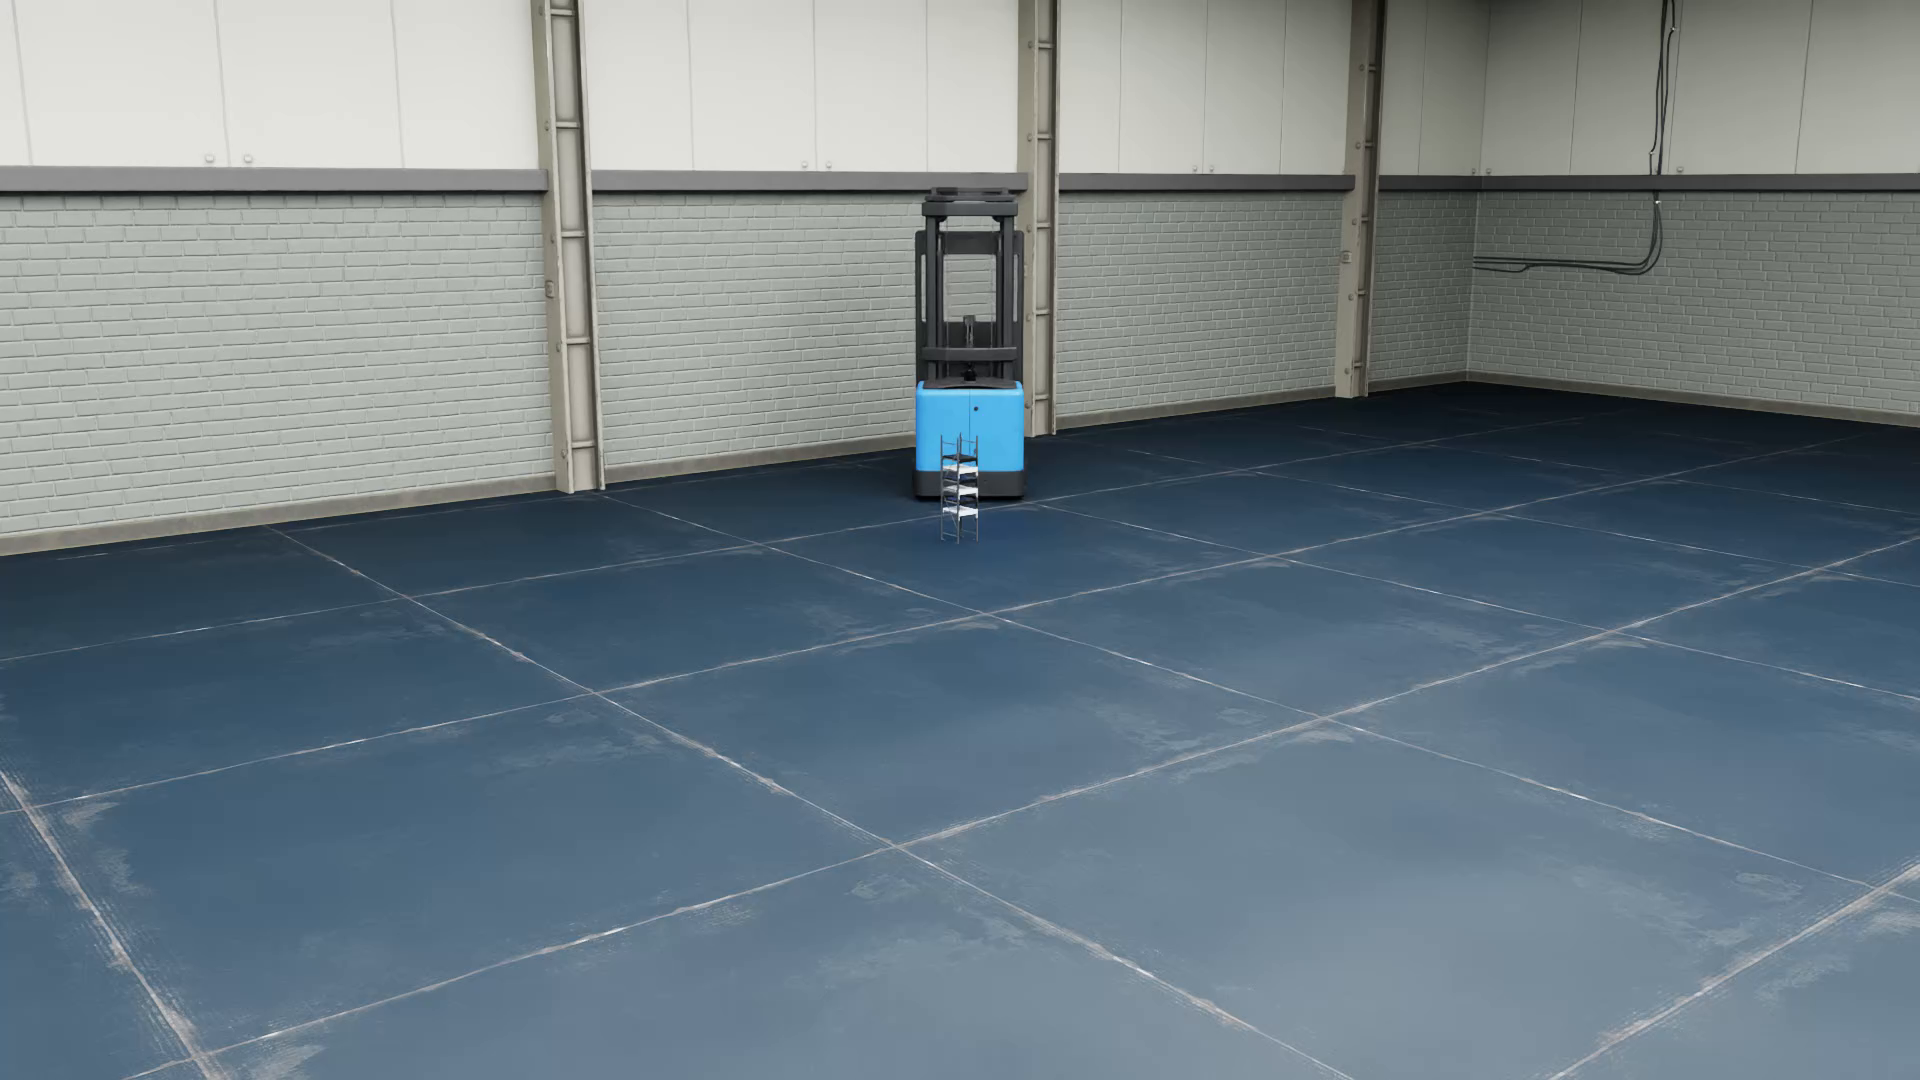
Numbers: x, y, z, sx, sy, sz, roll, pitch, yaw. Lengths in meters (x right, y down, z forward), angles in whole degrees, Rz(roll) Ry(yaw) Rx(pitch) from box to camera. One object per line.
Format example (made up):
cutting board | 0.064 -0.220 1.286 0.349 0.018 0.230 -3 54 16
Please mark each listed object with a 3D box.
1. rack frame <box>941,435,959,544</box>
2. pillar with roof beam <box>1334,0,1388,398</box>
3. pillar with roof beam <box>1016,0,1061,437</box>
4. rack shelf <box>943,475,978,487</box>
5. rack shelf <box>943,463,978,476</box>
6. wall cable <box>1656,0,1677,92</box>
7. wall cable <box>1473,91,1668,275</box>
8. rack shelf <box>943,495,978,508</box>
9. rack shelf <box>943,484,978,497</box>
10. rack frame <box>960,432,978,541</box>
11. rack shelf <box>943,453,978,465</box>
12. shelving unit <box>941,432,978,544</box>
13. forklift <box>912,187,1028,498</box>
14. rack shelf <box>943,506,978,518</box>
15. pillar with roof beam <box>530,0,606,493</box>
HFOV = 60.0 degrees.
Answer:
rack frame | -0.086 -0.426 13.968 0.006 0.900 0.240 -9 15 -38
pillar with roof beam | 8.291 -5.767 19.621 0.400 9.000 9.100 -9 15 -38
pillar with roof beam | 3.606 -4.988 15.954 0.400 9.000 9.100 -9 15 -38
rack shelf | -0.006 -0.495 14.019 0.200 0.077 0.258 -9 15 -38
rack shelf | -0.006 -0.583 14.000 0.200 0.077 0.258 -9 15 -38
wall cable | 10.419 -7.145 21.431 0.112 2.526 3.097 -9 15 -38
wall cable | 8.729 -5.114 24.022 0.112 2.526 3.097 -9 15 -38
rack shelf | -0.006 -0.318 14.056 0.200 0.077 0.258 -9 15 -38
rack shelf | -0.006 -0.407 14.037 0.200 0.077 0.258 -9 15 -38
rack frame | 0.073 -0.452 14.092 0.006 0.900 0.240 -9 15 -38
rack shelf | -0.006 -0.671 13.981 0.200 0.077 0.258 -9 15 -38
shelving unit | -0.006 -0.439 14.030 0.210 0.900 0.258 -9 15 -38
forklift | 0.096 -2.092 16.926 1.130 2.935 3.031 0 12 0
rack shelf | -0.006 -0.230 14.075 0.200 0.077 0.258 -9 15 -38
pillar with roof beam | -1.079 -4.209 12.288 0.400 9.000 9.100 -9 15 -38
